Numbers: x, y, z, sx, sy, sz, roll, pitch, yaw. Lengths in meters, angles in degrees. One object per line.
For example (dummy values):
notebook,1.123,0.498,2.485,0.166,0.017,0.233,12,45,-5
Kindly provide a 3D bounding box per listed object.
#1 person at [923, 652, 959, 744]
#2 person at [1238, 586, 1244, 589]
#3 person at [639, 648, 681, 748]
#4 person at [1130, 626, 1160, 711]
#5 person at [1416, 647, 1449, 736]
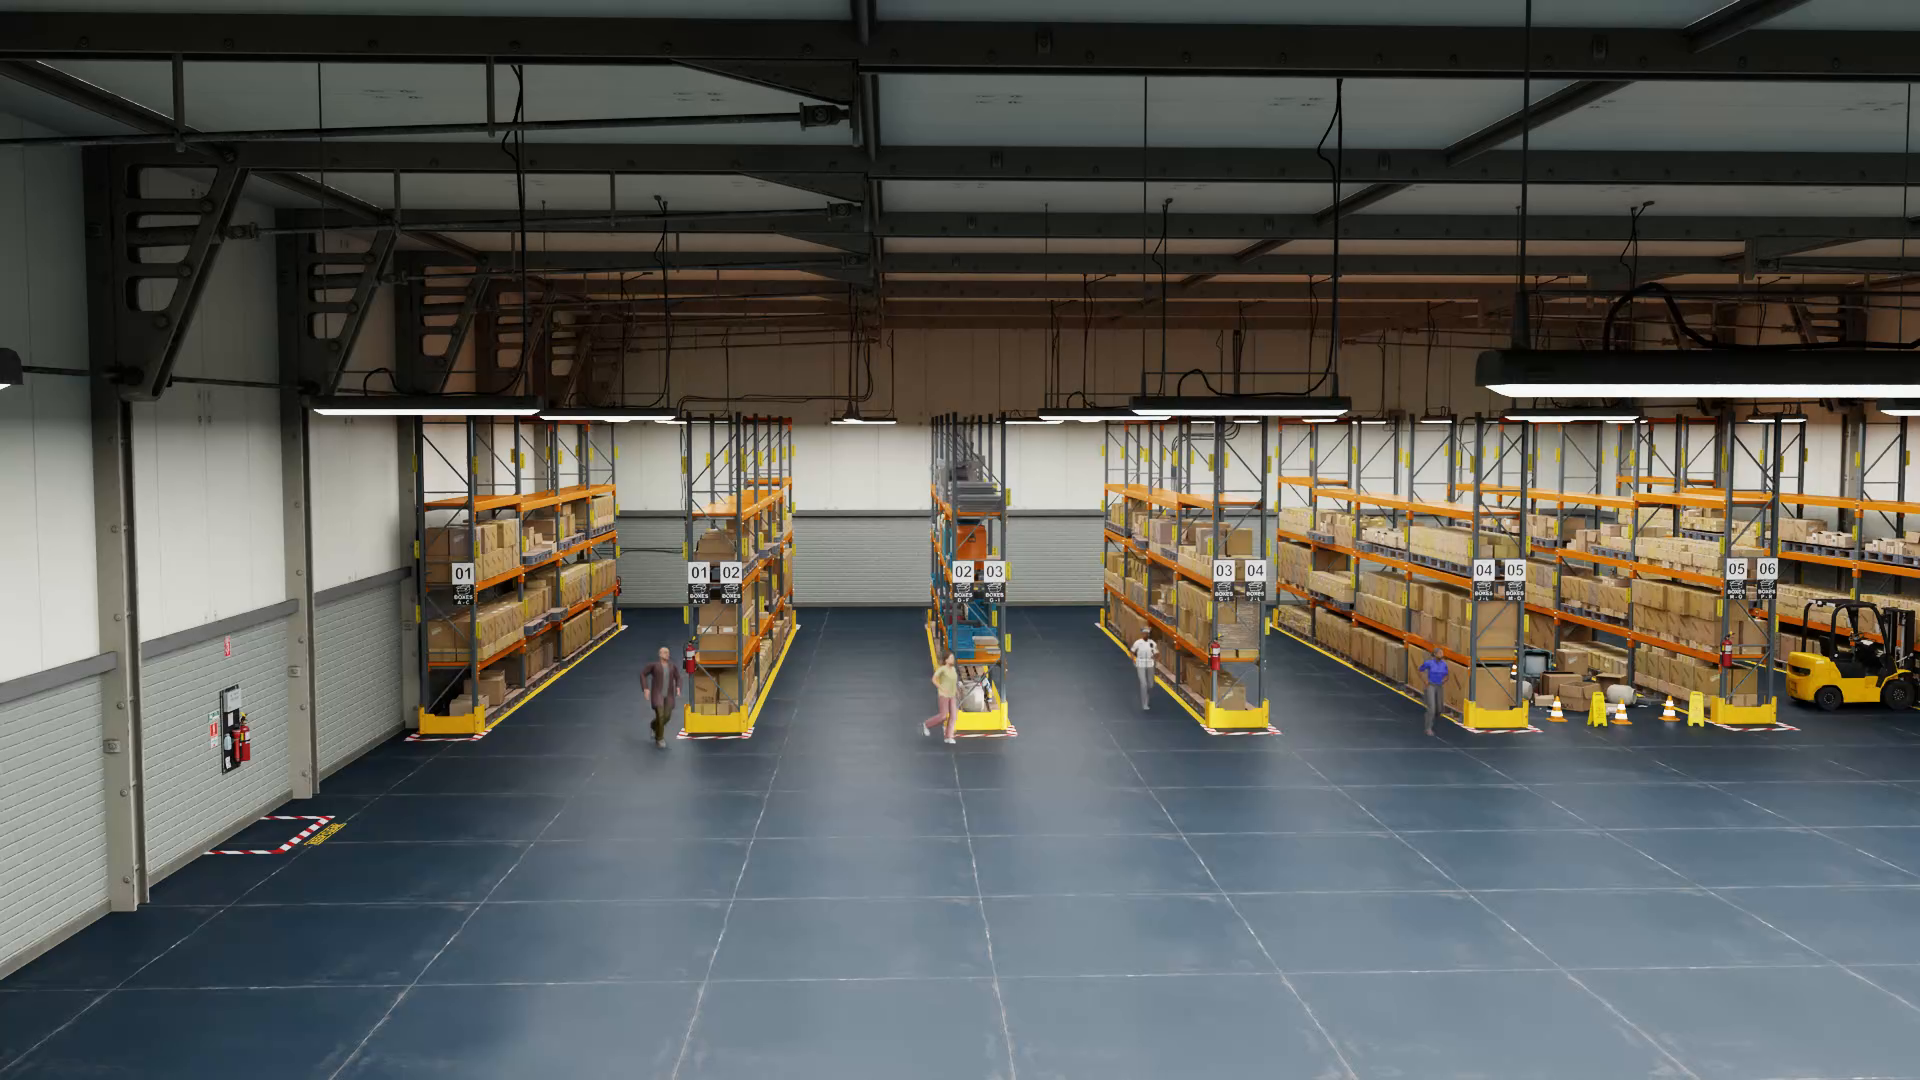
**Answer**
person,-0.223,2.848,30.273,0.832,1.618,0.634,4,5,44
person,7.788,1.750,47.542,0.656,1.512,0.484,2,4,26
person,-5.374,2.826,30.048,0.766,1.748,0.761,-3,5,-33
person,3.762,2.583,33.803,0.587,1.659,0.871,0,4,-5
person,8.909,2.824,31.189,0.608,1.624,0.741,-1,4,-15
